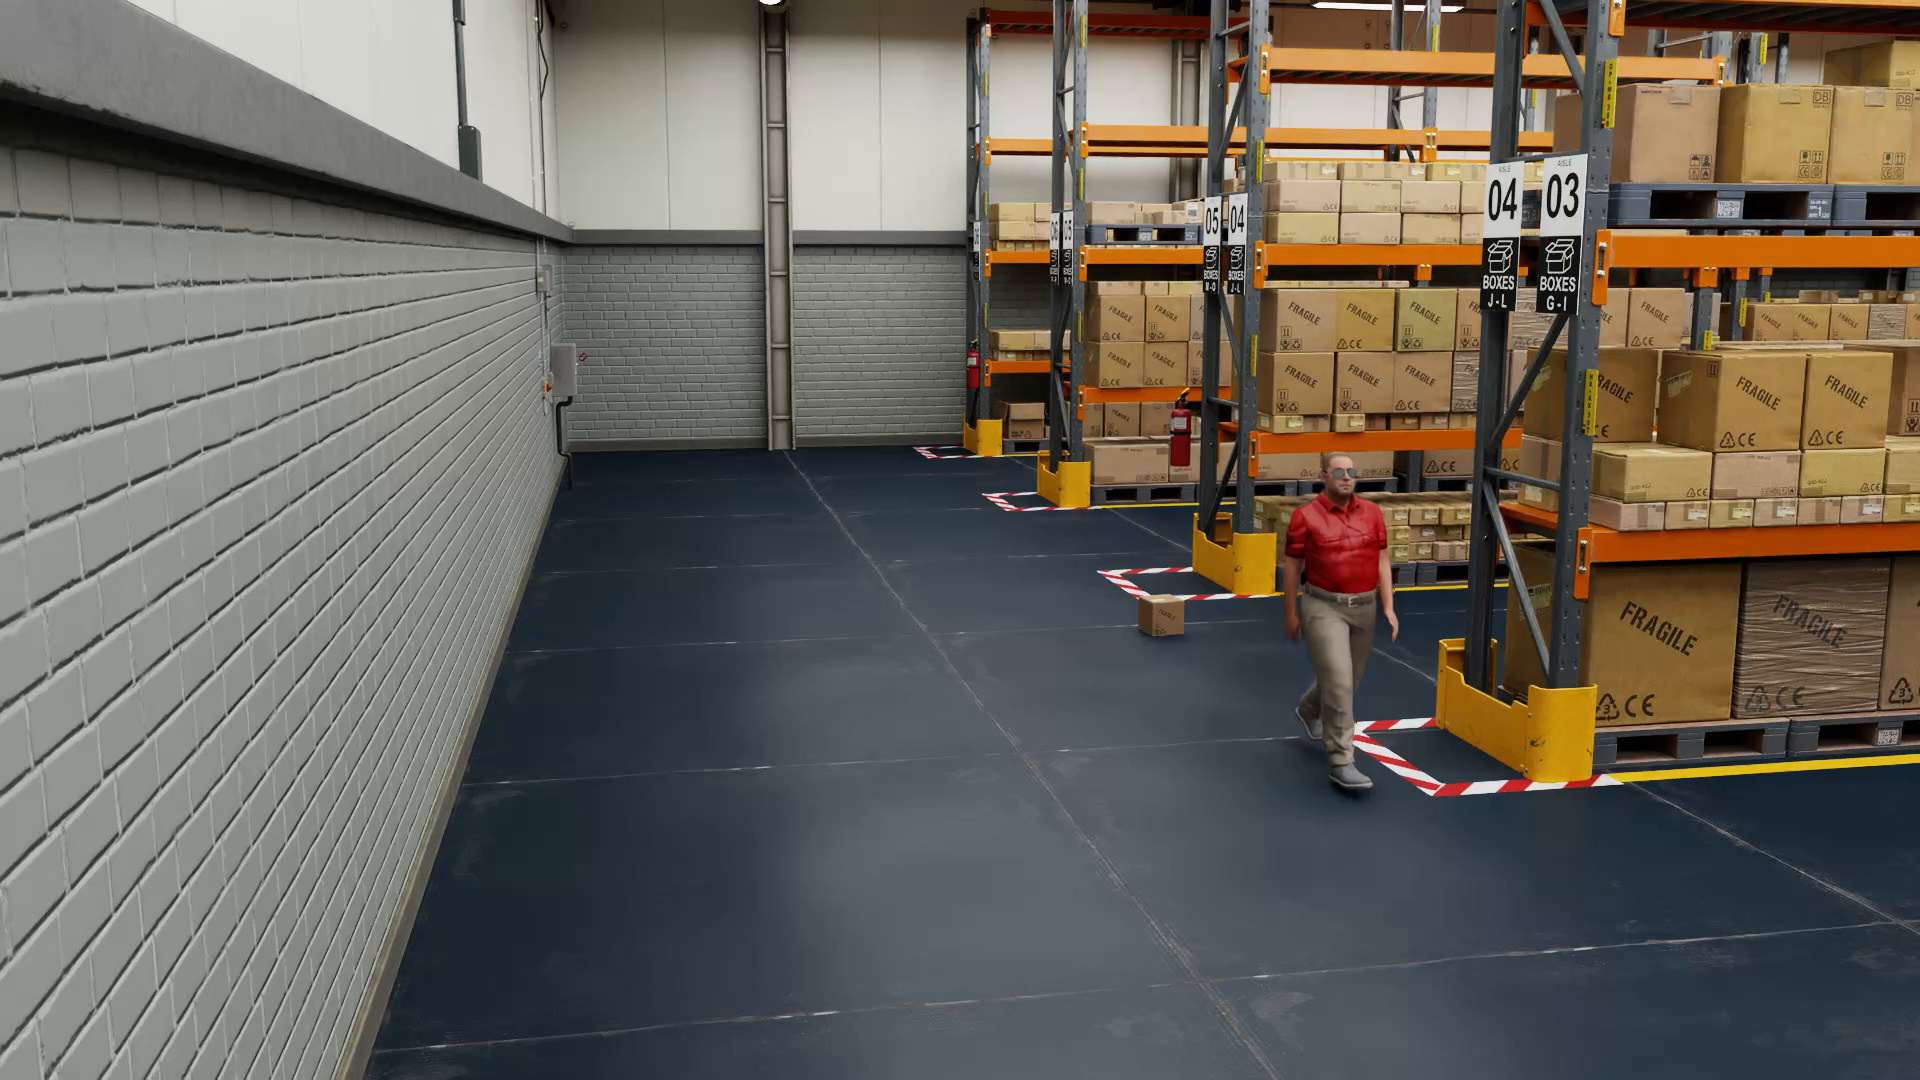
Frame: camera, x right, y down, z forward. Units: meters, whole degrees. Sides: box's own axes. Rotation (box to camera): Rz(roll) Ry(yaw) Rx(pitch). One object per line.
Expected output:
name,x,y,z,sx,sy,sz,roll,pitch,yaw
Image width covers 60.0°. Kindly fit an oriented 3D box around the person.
person,1.987,0.374,8.715,0.531,1.682,0.998,-3,10,-19
